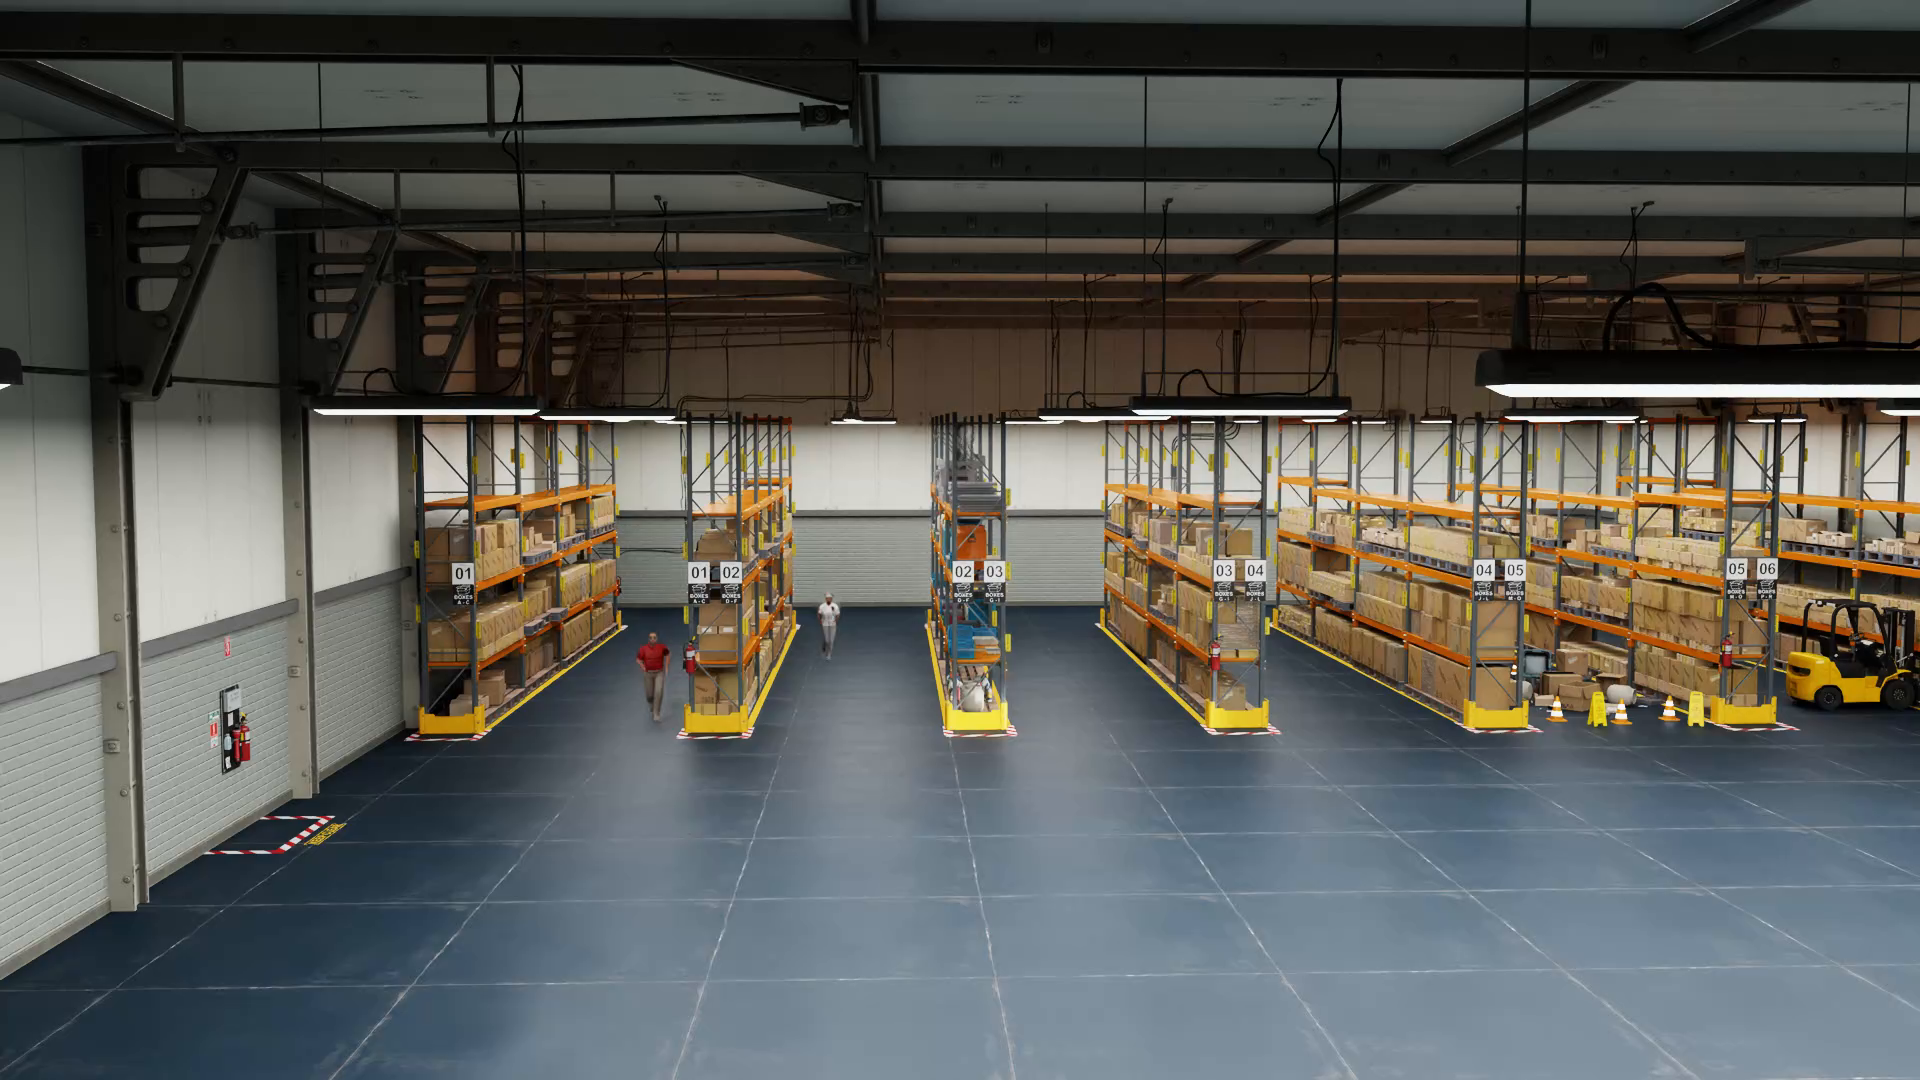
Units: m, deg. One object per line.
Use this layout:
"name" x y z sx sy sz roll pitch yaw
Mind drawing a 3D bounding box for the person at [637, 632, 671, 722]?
"person" -6.018 2.654 32.698 0.658 1.714 0.877 -1 4 -10

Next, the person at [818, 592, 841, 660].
"person" -3.185 2.105 40.547 0.561 1.667 0.567 0 4 -7

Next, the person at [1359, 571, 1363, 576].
"person" 11.305 1.698 47.141 0.639 1.655 0.628 -1 4 -20

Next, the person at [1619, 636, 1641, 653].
"person" 16.732 2.074 41.529 0.533 1.598 0.860 0 4 -6
